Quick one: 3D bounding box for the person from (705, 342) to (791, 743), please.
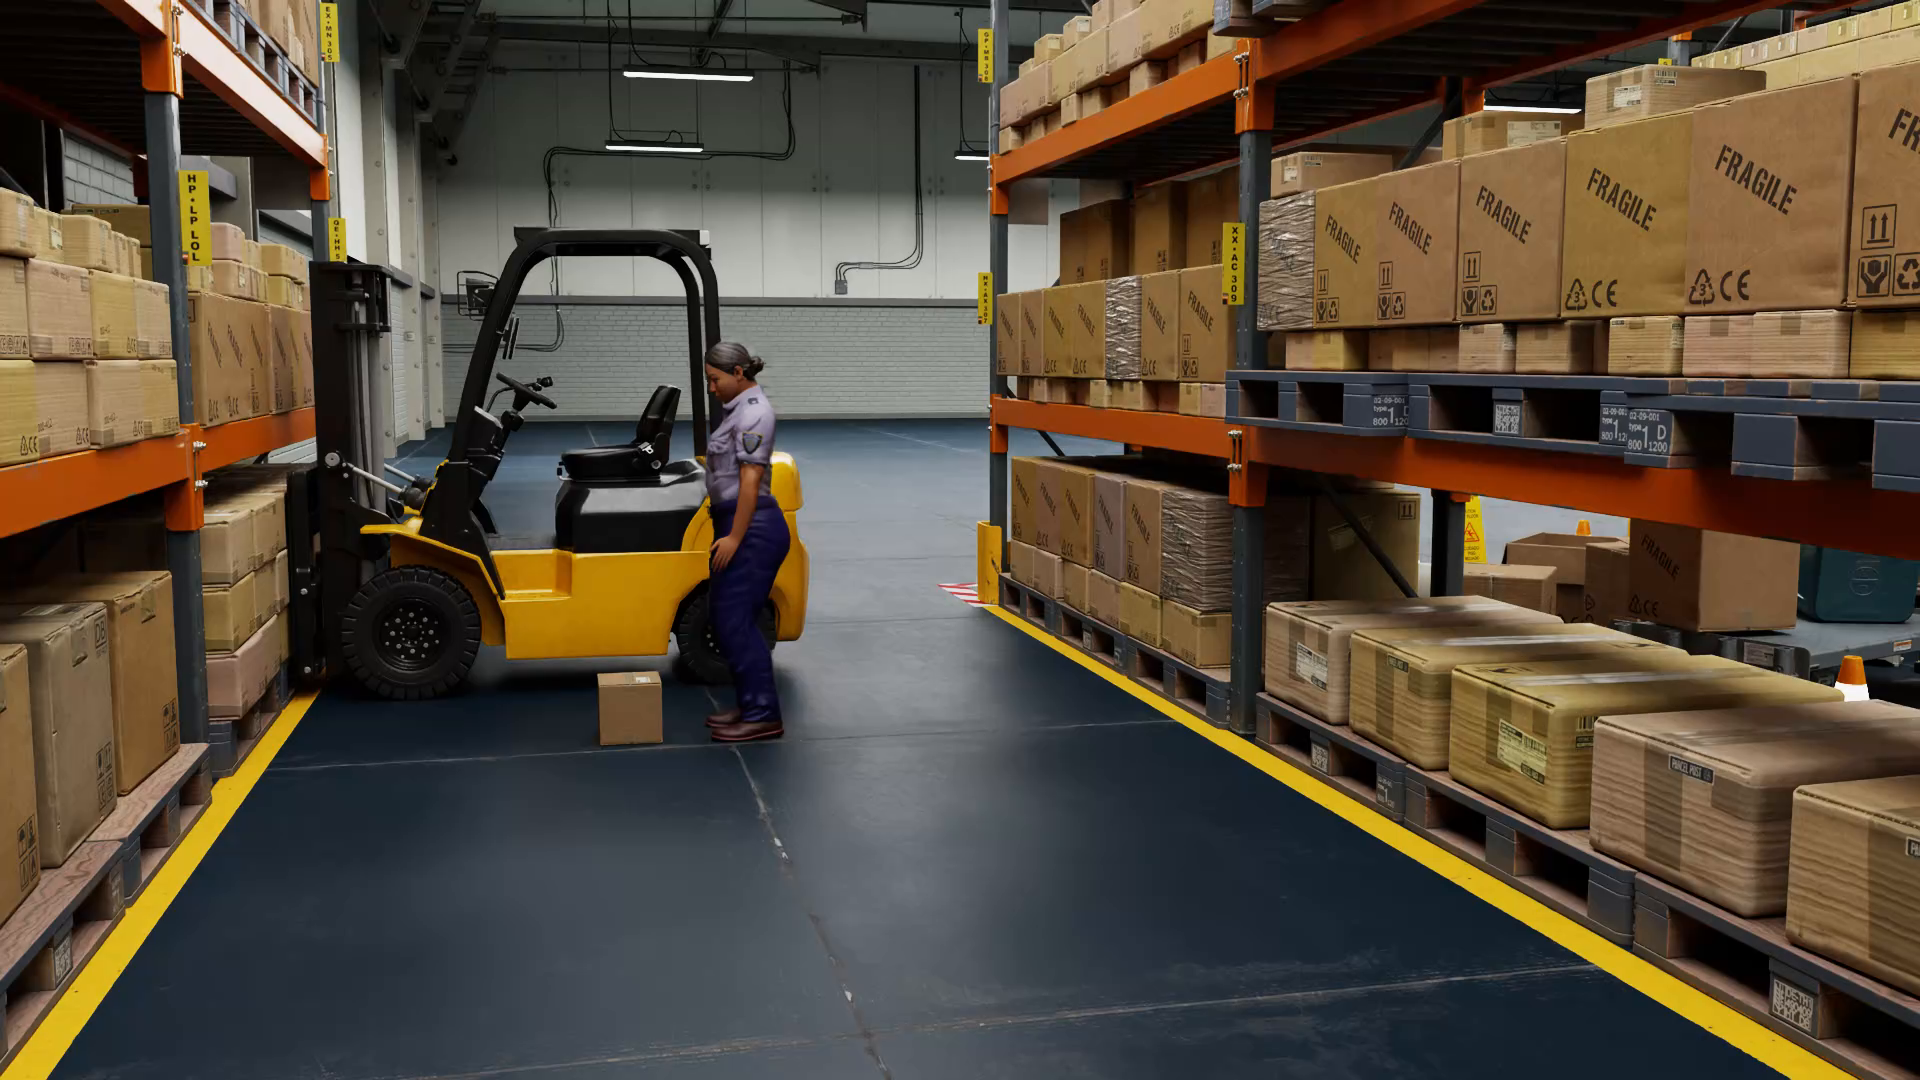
[{"bbox_3d":[-0.878,0.002,6.863,0.346,1.631,0.483,-1,6,-12],"label":"person"}]
